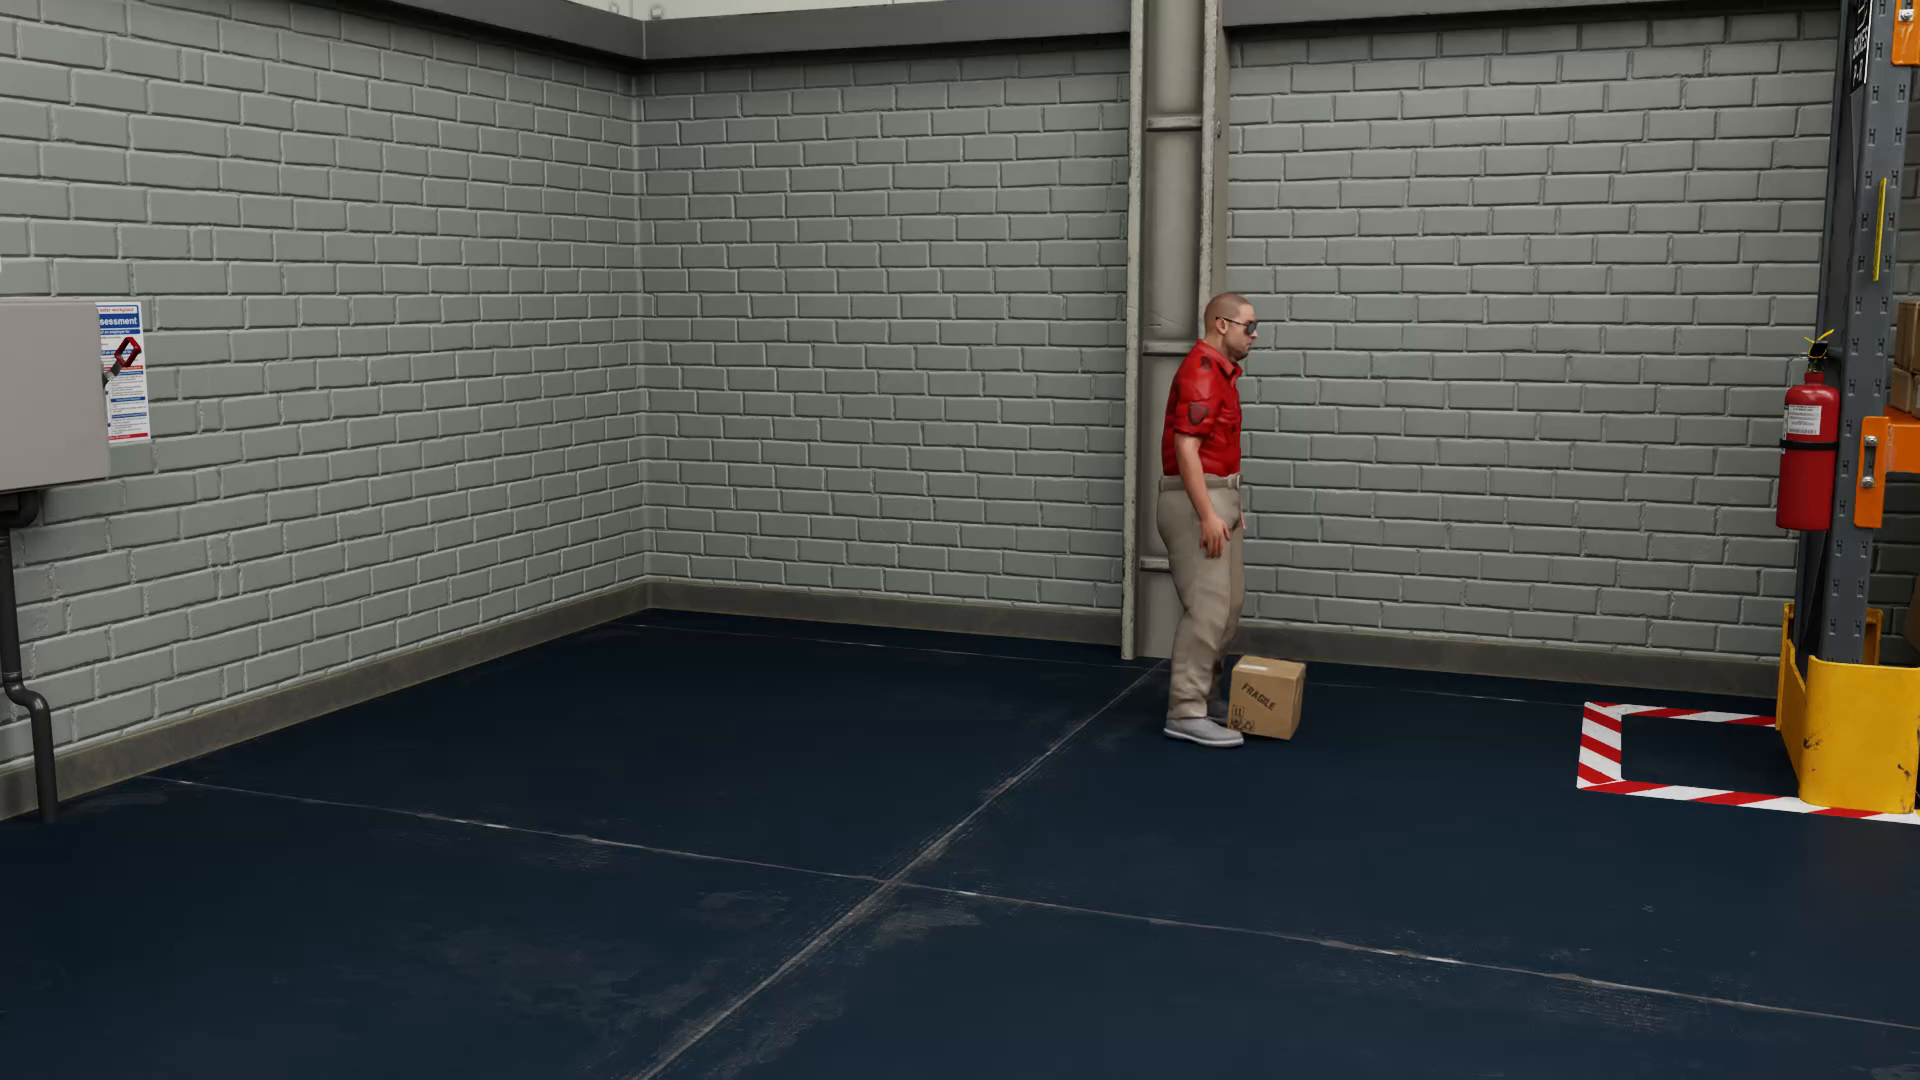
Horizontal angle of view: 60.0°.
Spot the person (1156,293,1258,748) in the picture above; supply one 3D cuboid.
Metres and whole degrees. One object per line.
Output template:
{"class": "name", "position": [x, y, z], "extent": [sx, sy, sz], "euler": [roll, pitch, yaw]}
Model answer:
{"class": "person", "position": [0.984, -0.099, 6.542], "extent": [0.390, 1.727, 0.574], "euler": [3, 9, 19]}
